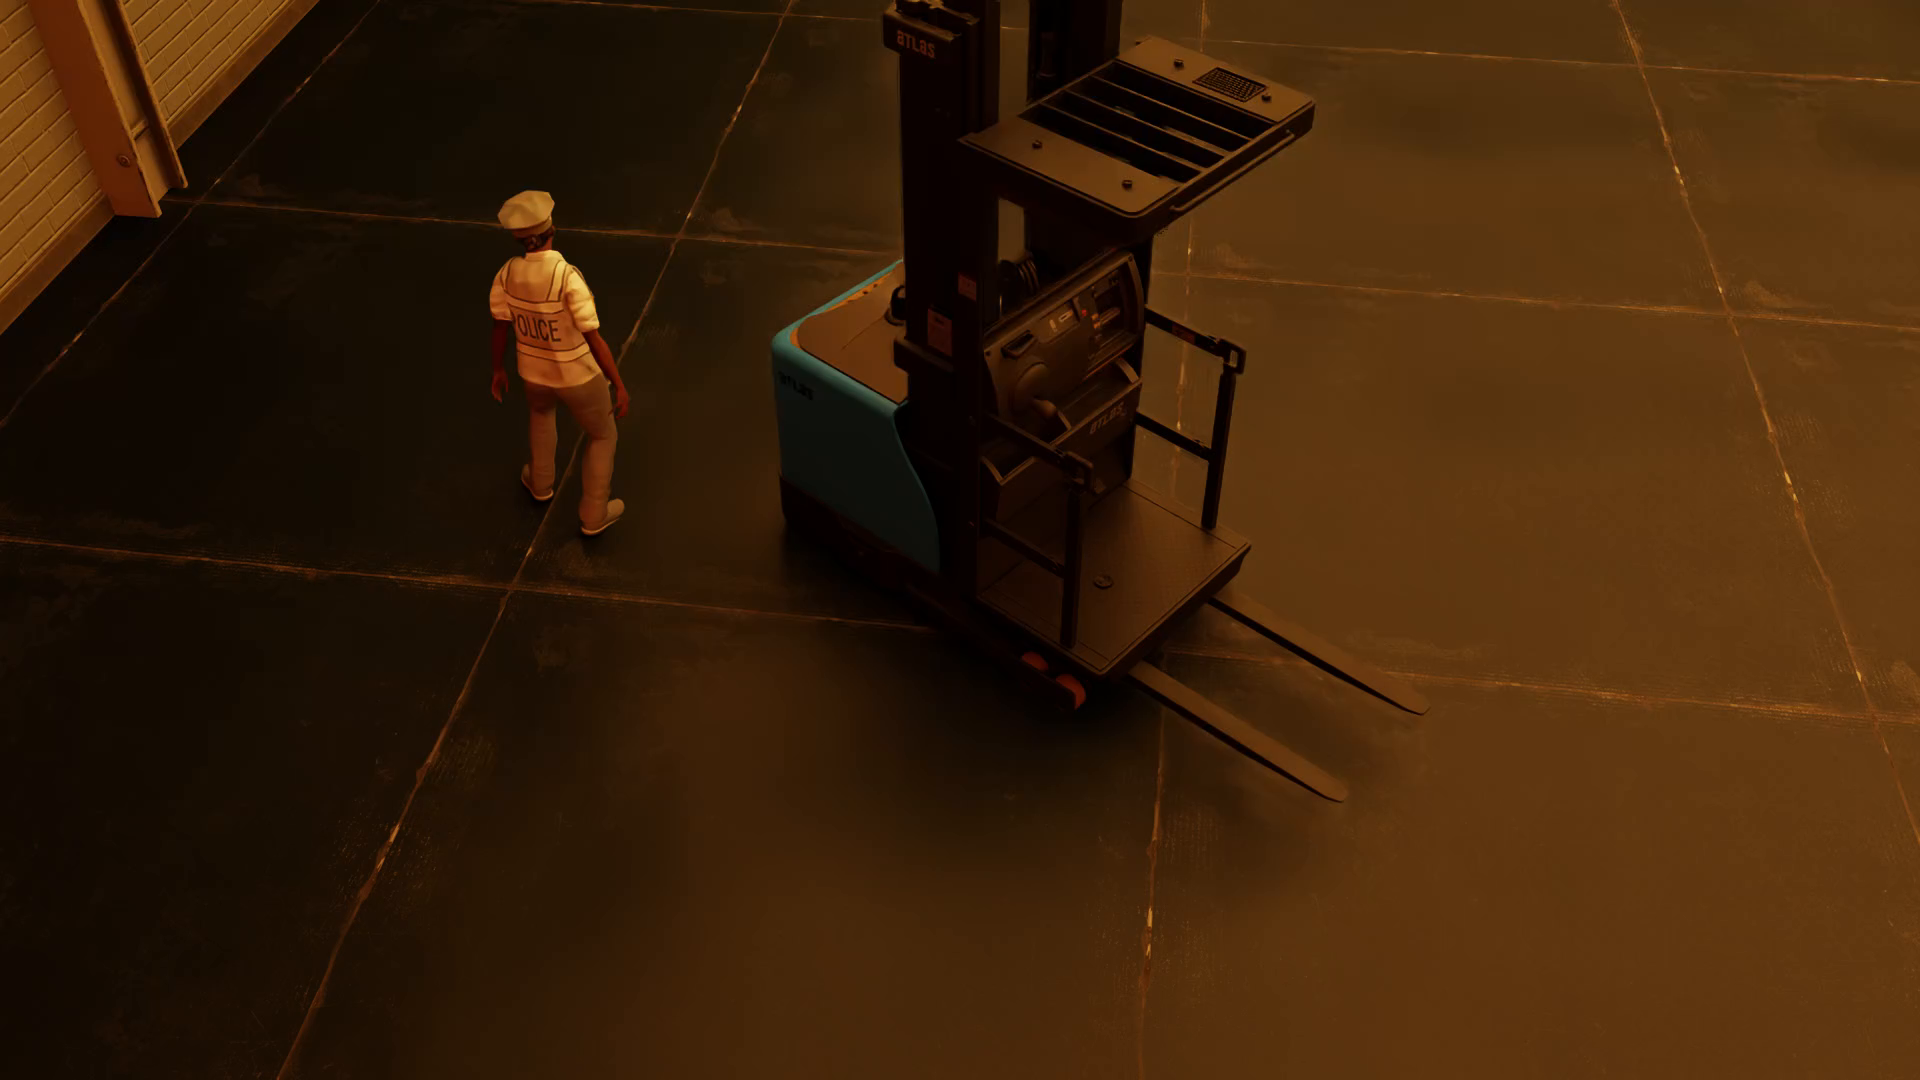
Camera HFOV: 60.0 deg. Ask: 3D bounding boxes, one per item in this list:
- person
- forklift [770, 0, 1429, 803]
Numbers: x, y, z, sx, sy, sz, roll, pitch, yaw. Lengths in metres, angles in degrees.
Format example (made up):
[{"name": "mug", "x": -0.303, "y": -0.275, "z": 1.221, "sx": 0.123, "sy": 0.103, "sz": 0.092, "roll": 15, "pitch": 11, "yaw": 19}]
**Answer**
[{"name": "person", "x": -1.826, "y": -0.765, "z": 7.547, "sx": 0.796, "sy": 1.634, "sz": 0.427, "roll": 15, "pitch": 45, "yaw": 16}, {"name": "forklift", "x": 0.580, "y": -0.750, "z": 6.540, "sx": 3.031, "sy": 2.935, "sz": 1.130, "roll": 31, "pitch": 51, "yaw": 30}]
